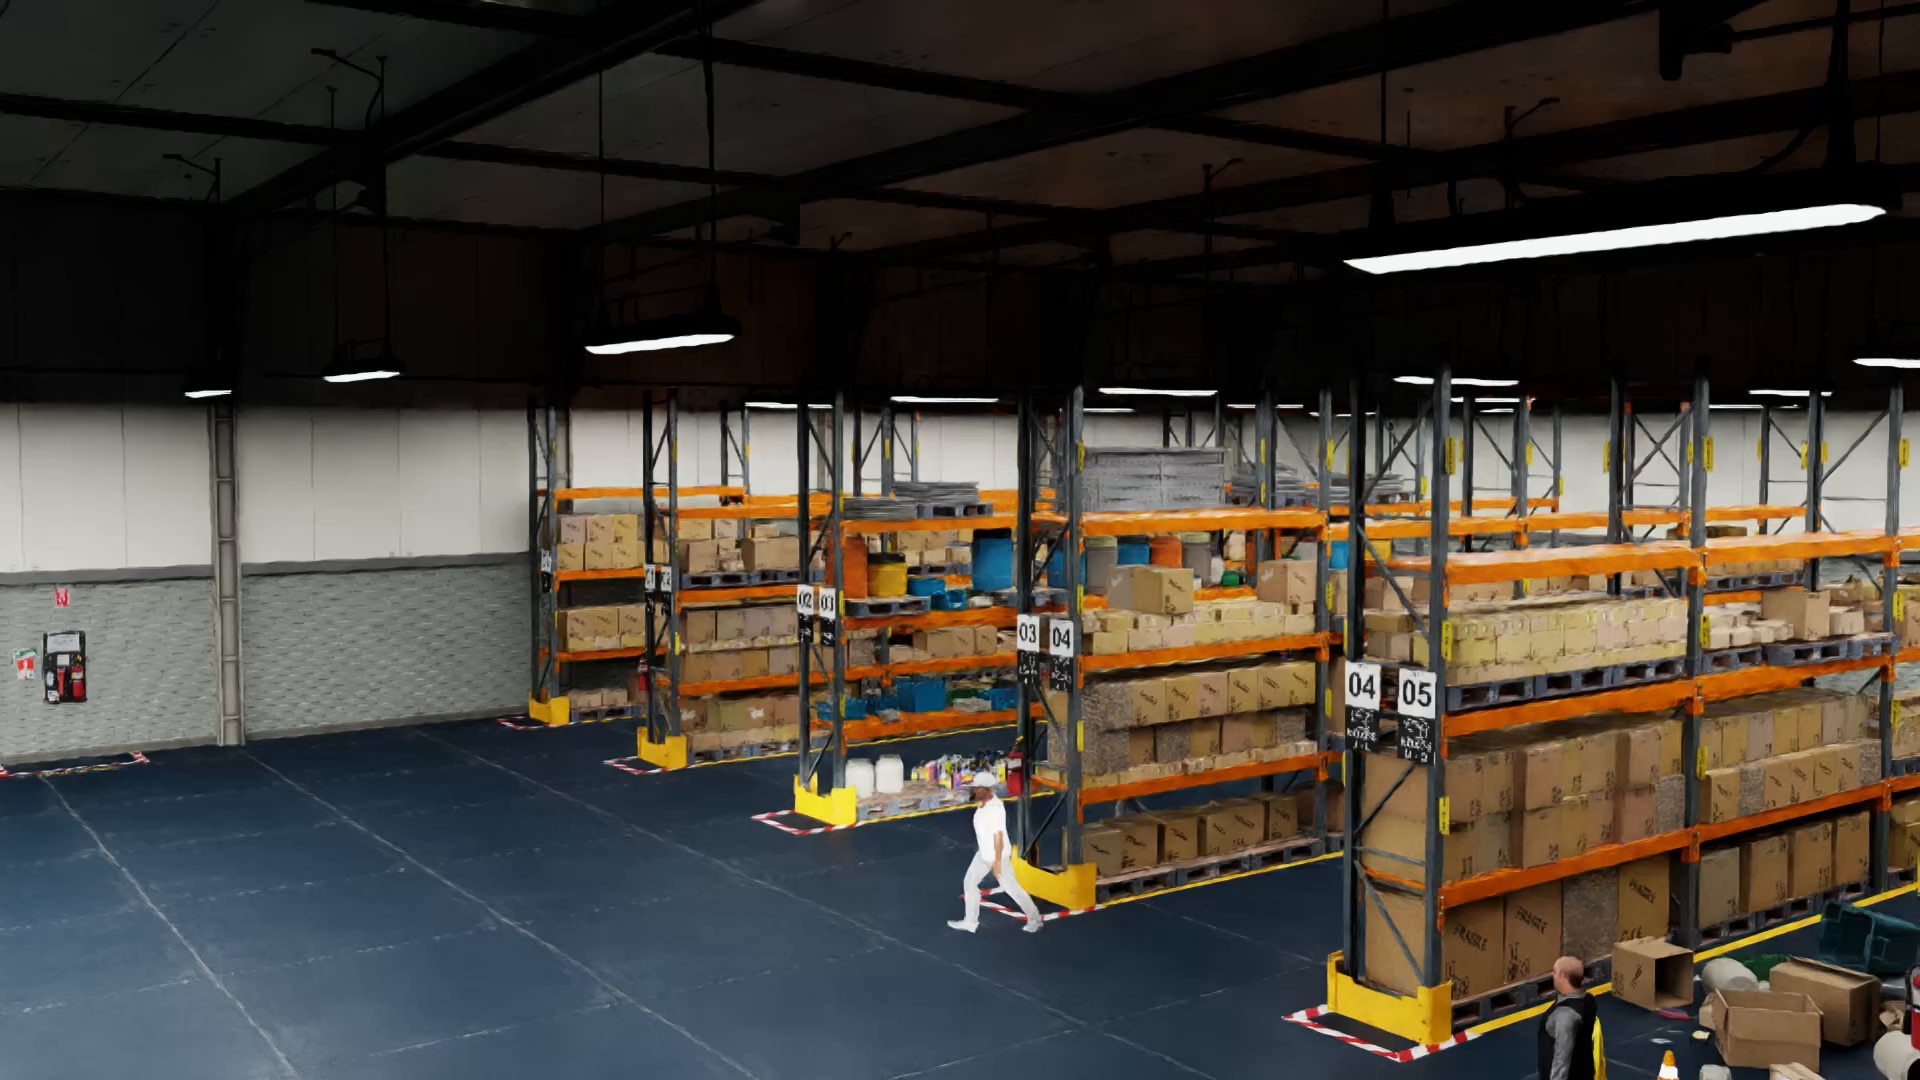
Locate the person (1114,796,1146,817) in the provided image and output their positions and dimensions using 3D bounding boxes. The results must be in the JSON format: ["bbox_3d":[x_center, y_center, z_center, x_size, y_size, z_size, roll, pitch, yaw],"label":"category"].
[{"bbox_3d":[2.124,3.121,21.487,1.036,1.517,0.414,-2,4,-33],"label":"person"}]

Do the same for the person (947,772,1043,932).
[{"bbox_3d":[0.380,3.283,17.460,0.971,1.713,0.614,-1,3,-15],"label":"person"}]

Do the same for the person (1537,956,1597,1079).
[{"bbox_3d":[4.091,3.655,11.100,0.465,1.719,0.718,2,4,27],"label":"person"}]
